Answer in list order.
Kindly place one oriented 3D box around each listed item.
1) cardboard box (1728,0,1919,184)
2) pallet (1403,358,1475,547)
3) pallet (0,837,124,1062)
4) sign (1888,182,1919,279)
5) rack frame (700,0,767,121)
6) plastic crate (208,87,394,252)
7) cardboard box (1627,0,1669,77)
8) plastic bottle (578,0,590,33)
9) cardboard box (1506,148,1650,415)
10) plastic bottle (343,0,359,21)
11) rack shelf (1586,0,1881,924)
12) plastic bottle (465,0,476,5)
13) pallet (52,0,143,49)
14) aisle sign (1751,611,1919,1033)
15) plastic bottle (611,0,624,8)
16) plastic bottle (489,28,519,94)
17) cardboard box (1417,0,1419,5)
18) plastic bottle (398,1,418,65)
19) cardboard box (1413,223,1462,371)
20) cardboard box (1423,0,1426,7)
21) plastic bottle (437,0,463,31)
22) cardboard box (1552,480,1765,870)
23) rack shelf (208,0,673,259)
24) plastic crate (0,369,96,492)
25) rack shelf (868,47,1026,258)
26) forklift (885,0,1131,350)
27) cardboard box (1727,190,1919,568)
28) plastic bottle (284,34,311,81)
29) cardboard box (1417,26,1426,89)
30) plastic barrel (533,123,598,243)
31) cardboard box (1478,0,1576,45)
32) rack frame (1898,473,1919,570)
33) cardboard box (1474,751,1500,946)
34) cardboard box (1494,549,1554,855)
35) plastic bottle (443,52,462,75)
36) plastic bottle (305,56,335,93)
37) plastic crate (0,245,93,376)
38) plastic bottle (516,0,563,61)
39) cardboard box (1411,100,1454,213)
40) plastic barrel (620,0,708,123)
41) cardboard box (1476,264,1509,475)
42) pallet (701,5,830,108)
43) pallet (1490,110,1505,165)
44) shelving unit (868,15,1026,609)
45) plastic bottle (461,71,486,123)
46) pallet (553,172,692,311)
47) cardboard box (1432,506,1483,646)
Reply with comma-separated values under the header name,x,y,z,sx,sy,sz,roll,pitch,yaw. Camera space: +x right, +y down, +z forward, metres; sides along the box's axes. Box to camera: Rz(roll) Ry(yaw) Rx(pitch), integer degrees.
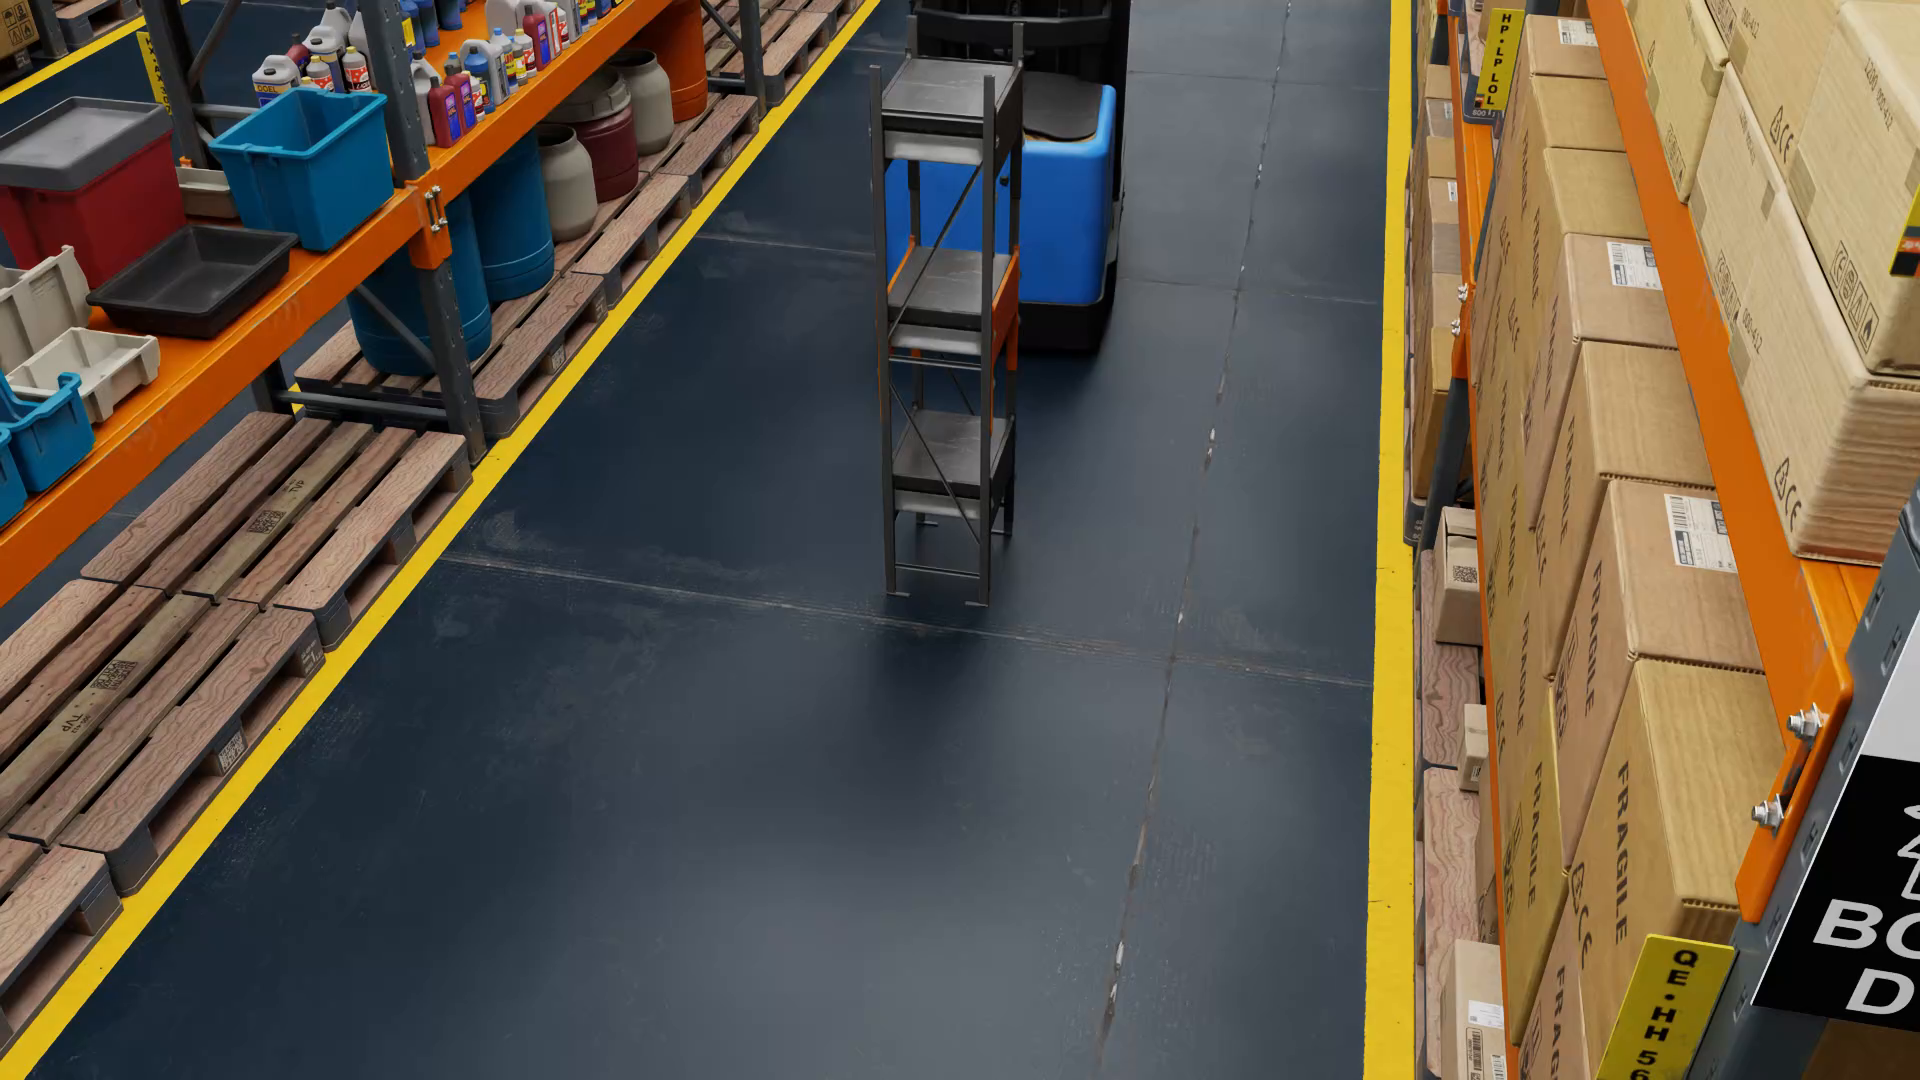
name,x,y,z,sx,sy,sz,roll,pitch,yaw
cardboard box,1.383,-0.678,2.275,0.500,0.250,0.500,7,37,10
pallet,2.407,-0.344,7.044,1.003,0.211,1.213,7,37,10
pallet,-3.208,1.330,4.735,1.003,0.211,1.213,7,37,10
sign,0.878,-0.362,1.384,0.100,0.325,0.005,7,37,10
rack frame,-1.713,-3.918,9.600,1.000,3.000,0.127,7,37,10
plastic crate,-2.334,-1.332,5.994,0.392,0.384,0.575,7,37,10
cardboard box,1.602,-1.048,3.212,0.500,0.250,0.500,7,37,10
plastic bottle,-1.798,-2.517,7.776,0.097,0.271,0.097,0,36,0
cardboard box,1.675,-0.622,4.114,0.500,0.500,0.500,6,36,9
plastic bottle,-2.652,-2.279,7.380,0.144,0.351,0.185,7,37,10
rack shelf,1.843,-0.778,3.325,1.077,0.370,4.000,7,37,10
plastic bottle,-2.456,-2.804,8.105,0.144,0.351,0.185,7,37,10
pallet,-6.384,-3.857,11.892,1.003,0.211,1.213,7,37,10
aisle sign,1.102,0.240,1.648,0.394,0.787,0.004,7,37,10
plastic bottle,-1.695,-2.748,8.084,0.061,0.283,0.133,7,37,10
plastic bottle,-1.967,-2.063,7.150,0.097,0.271,0.097,0,36,0
cardboard box,3.433,-3.854,11.497,0.500,0.250,0.500,6,36,9
plastic bottle,-2.511,-2.261,7.355,0.144,0.351,0.185,7,37,10
cardboard box,2.317,-1.056,7.406,0.500,0.500,0.500,8,37,11
cardboard box,3.211,-3.498,10.527,0.500,0.311,0.500,7,37,10
plastic bottle,-2.410,-2.543,7.812,0.097,0.271,0.097,0,36,0
cardboard box,1.350,0.267,2.888,0.500,0.500,0.500,8,37,11
rack shelf,-2.141,-2.480,8.229,1.077,0.370,4.000,7,37,10
plastic crate,-2.702,-0.315,4.720,0.416,0.233,0.300,7,37,10
rack shelf,-0.035,-1.311,5.600,0.431,0.518,0.480,7,37,10
forklift,0.329,-2.937,8.305,1.130,2.935,3.031,4,36,6
cardboard box,1.268,-0.190,2.028,0.500,0.250,0.500,7,37,10
plastic bottle,-2.795,-1.982,7.028,0.061,0.283,0.133,7,37,10
cardboard box,3.106,-2.980,10.290,0.500,0.250,0.500,7,37,9
plastic barrel,-2.076,-1.816,8.461,0.421,0.512,0.421,0,36,0
cardboard box,2.588,-2.233,6.832,0.700,0.500,0.500,-1,36,-2
rack frame,1.416,-1.137,0.651,1.000,3.000,0.127,7,37,10
cardboard box,1.874,0.909,4.692,0.797,0.503,0.637,7,37,10
cardboard box,1.465,0.377,3.589,0.500,0.500,0.500,8,37,10
plastic bottle,-2.144,-1.977,7.090,0.097,0.201,0.097,0,36,0
plastic bottle,-2.713,-1.949,7.053,0.097,0.201,0.097,0,36,0
plastic crate,-3.074,-0.749,5.277,0.437,0.282,0.530,7,37,10
plastic bottle,-1.899,-2.323,7.505,0.152,0.276,0.135,7,37,10
cardboard box,2.642,-1.935,8.619,0.500,0.500,0.500,6,36,8
plastic barrel,-1.801,-2.927,9.723,0.600,0.830,0.708,7,37,10
cardboard box,1.789,-0.490,4.785,0.500,0.500,0.500,8,37,11
pallet,-1.510,-3.228,11.024,1.003,0.211,1.213,7,37,10
pallet,2.548,-1.368,6.245,1.003,0.211,1.213,7,37,10
shelving unit,-0.035,-0.755,6.003,0.431,2.100,0.503,7,37,10
plastic bottle,-2.037,-1.846,6.910,0.097,0.201,0.097,0,36,0
pallet,-2.104,-1.634,8.825,1.003,0.211,1.213,7,37,10
cardboard box,1.969,0.122,5.941,0.500,0.311,0.500,7,37,10
